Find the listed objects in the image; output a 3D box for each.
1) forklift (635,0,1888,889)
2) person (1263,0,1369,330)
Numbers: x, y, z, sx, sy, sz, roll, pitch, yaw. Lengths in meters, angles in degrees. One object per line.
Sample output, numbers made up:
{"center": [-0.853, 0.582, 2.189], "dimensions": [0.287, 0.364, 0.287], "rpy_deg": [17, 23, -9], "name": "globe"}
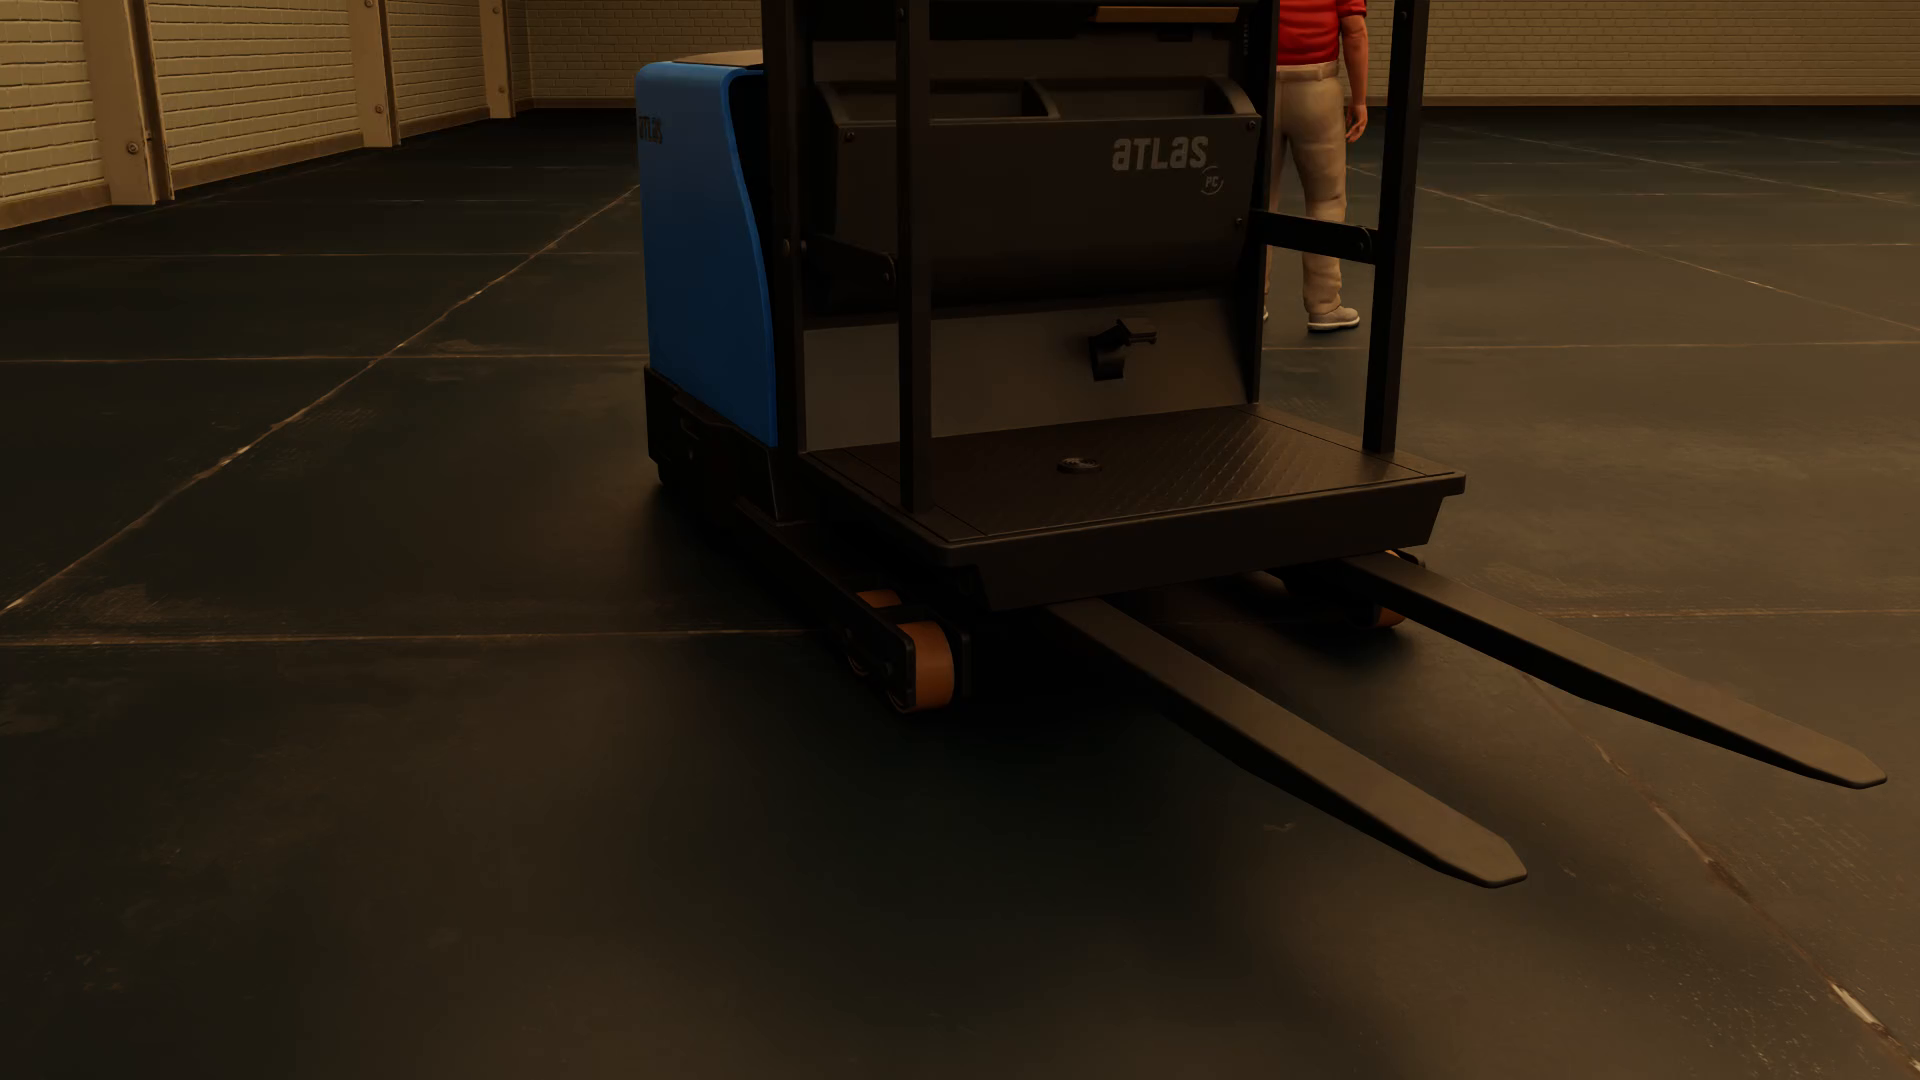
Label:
{"center": [0.258, -1.240, 2.962], "dimensions": [1.130, 2.935, 3.031], "rpy_deg": [-8, 19, -24], "name": "forklift"}
{"center": [1.304, -1.705, 6.534], "dimensions": [0.606, 1.728, 0.391], "rpy_deg": [7, 18, 21], "name": "person"}
